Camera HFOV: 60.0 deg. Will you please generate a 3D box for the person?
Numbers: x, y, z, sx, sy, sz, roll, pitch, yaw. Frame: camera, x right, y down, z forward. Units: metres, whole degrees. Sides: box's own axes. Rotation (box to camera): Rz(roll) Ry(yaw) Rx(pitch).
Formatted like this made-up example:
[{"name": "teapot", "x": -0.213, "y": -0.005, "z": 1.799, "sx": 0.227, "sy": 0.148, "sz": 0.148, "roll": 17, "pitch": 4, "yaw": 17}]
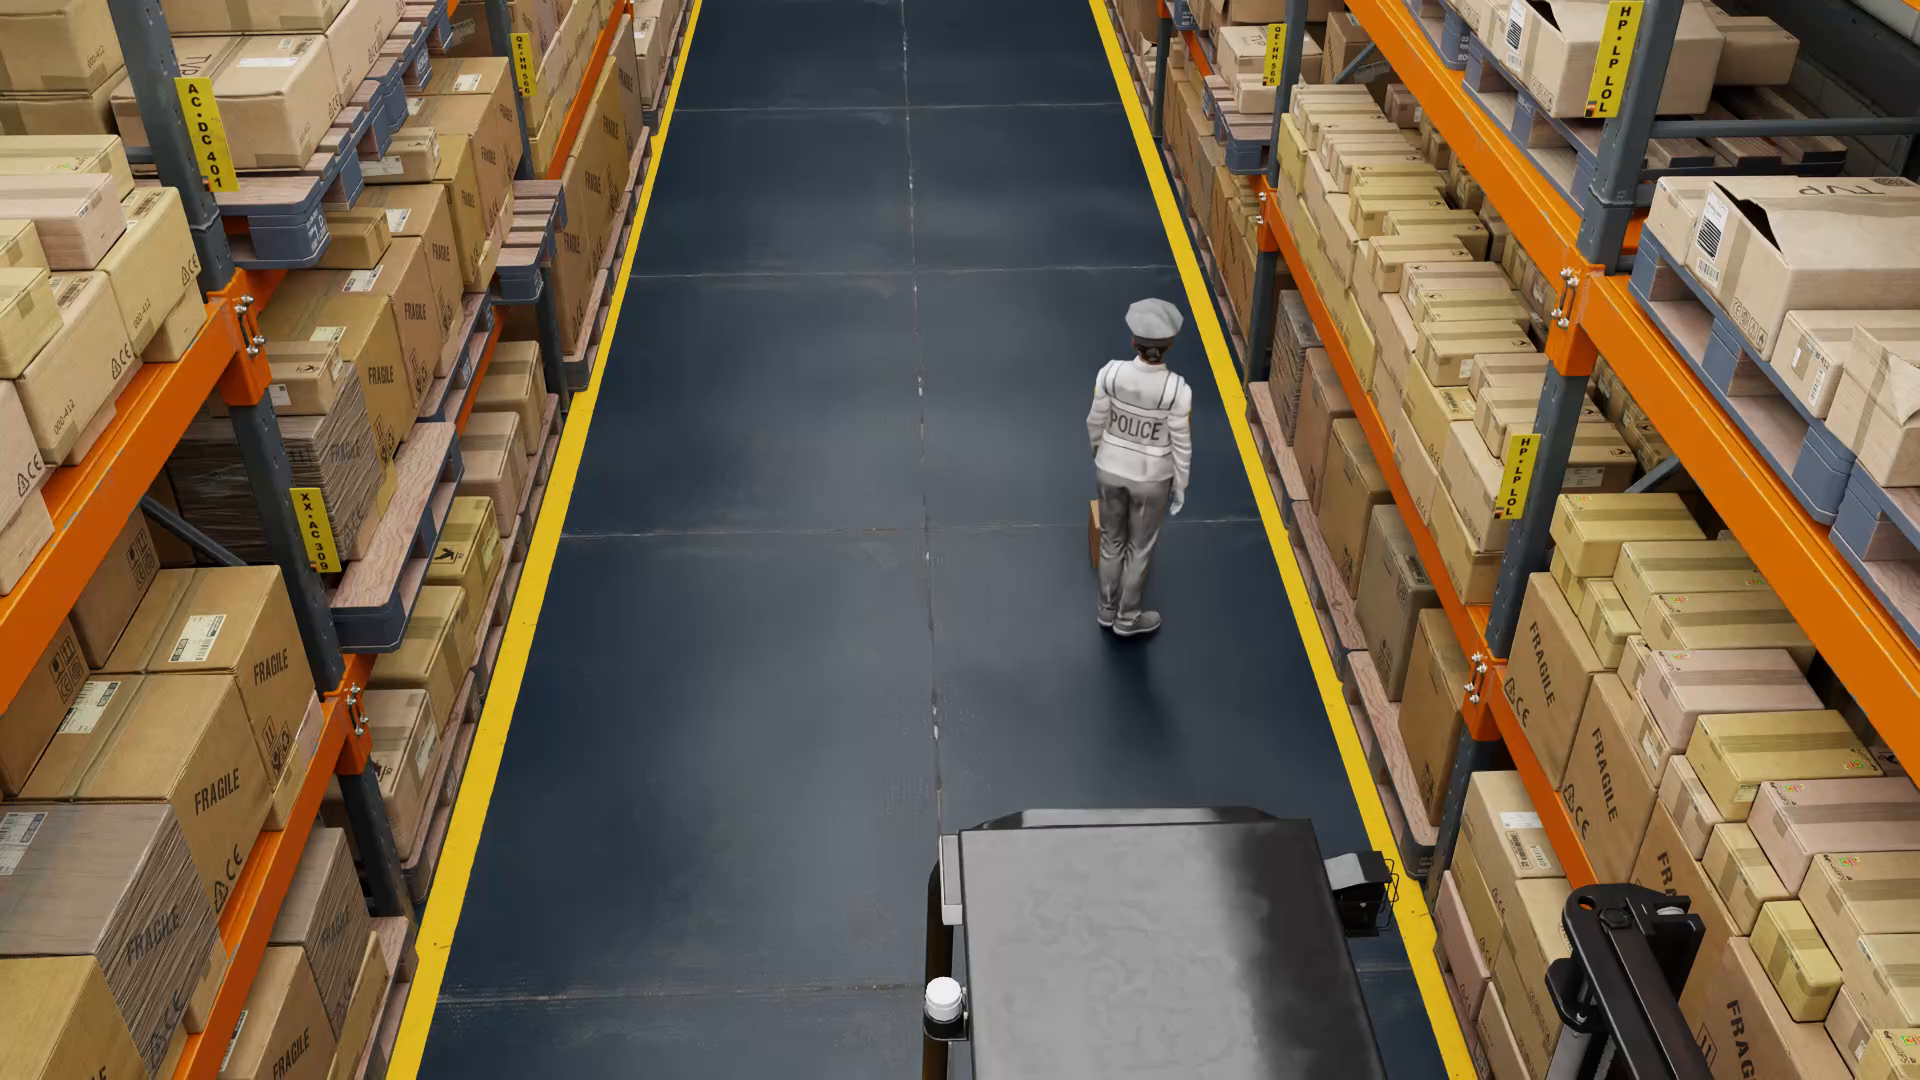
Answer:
[{"name": "person", "x": 0.803, "y": -0.288, "z": 7.565, "sx": 0.497, "sy": 1.702, "sz": 0.334, "roll": 15, "pitch": 38, "yaw": 20}]
